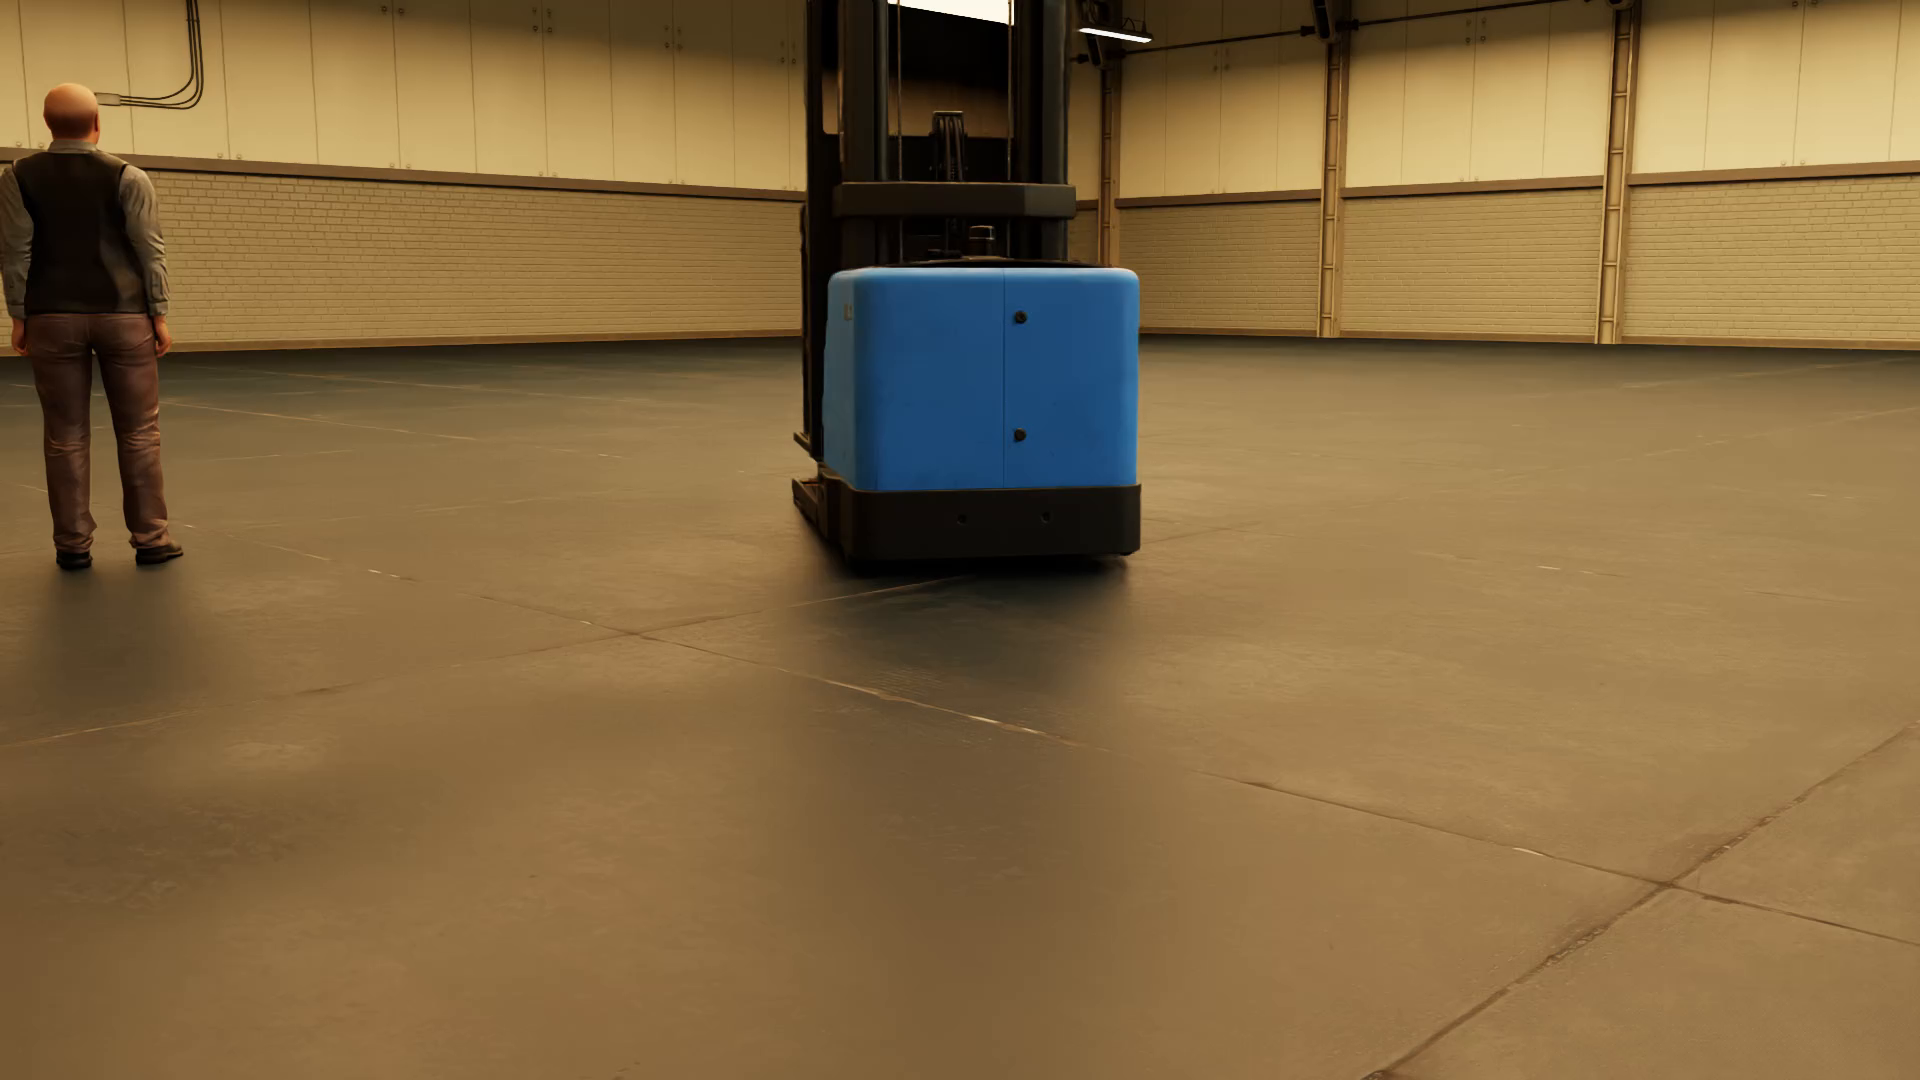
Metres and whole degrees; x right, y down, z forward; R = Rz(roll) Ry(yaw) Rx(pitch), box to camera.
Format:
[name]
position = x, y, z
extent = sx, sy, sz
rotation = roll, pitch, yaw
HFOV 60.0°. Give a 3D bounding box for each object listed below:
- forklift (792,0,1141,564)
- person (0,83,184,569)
[forklift]
position = -0.142, -1.540, 7.103
extent = 1.130, 2.935, 3.031
rotation = -2, 9, -11
[person]
position = -3.156, -0.769, 6.043
extent = 0.536, 1.725, 0.364
rotation = -3, 9, -19
